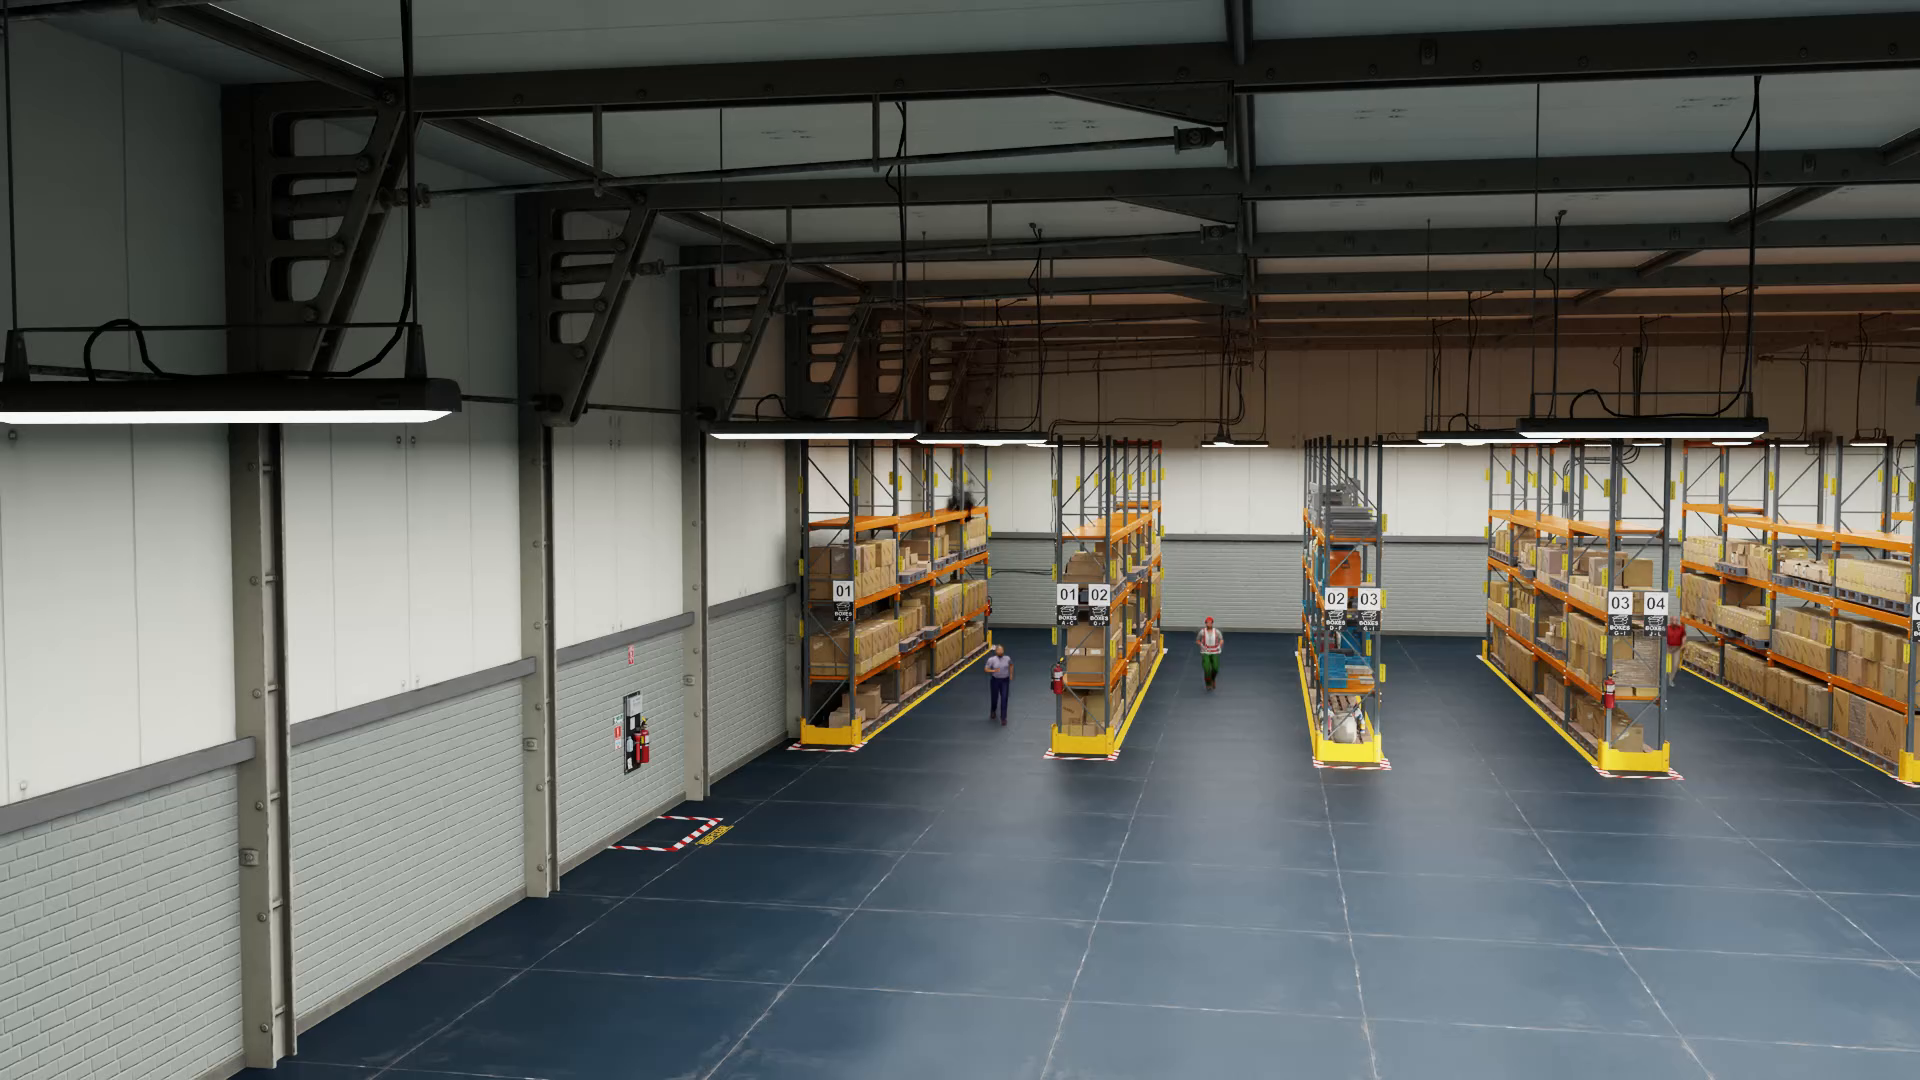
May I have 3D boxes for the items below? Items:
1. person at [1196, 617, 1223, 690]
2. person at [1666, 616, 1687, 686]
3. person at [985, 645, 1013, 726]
[{"bbox_3d":[5.938,2.704,39.440,0.643,1.741,0.581,0,3,4],"label":"person"},{"bbox_3d":[17.389,2.697,40.606,0.684,1.697,0.657,0,3,6],"label":"person"},{"bbox_3d":[0.825,3.001,34.741,0.637,1.638,0.869,0,3,-8],"label":"person"}]
